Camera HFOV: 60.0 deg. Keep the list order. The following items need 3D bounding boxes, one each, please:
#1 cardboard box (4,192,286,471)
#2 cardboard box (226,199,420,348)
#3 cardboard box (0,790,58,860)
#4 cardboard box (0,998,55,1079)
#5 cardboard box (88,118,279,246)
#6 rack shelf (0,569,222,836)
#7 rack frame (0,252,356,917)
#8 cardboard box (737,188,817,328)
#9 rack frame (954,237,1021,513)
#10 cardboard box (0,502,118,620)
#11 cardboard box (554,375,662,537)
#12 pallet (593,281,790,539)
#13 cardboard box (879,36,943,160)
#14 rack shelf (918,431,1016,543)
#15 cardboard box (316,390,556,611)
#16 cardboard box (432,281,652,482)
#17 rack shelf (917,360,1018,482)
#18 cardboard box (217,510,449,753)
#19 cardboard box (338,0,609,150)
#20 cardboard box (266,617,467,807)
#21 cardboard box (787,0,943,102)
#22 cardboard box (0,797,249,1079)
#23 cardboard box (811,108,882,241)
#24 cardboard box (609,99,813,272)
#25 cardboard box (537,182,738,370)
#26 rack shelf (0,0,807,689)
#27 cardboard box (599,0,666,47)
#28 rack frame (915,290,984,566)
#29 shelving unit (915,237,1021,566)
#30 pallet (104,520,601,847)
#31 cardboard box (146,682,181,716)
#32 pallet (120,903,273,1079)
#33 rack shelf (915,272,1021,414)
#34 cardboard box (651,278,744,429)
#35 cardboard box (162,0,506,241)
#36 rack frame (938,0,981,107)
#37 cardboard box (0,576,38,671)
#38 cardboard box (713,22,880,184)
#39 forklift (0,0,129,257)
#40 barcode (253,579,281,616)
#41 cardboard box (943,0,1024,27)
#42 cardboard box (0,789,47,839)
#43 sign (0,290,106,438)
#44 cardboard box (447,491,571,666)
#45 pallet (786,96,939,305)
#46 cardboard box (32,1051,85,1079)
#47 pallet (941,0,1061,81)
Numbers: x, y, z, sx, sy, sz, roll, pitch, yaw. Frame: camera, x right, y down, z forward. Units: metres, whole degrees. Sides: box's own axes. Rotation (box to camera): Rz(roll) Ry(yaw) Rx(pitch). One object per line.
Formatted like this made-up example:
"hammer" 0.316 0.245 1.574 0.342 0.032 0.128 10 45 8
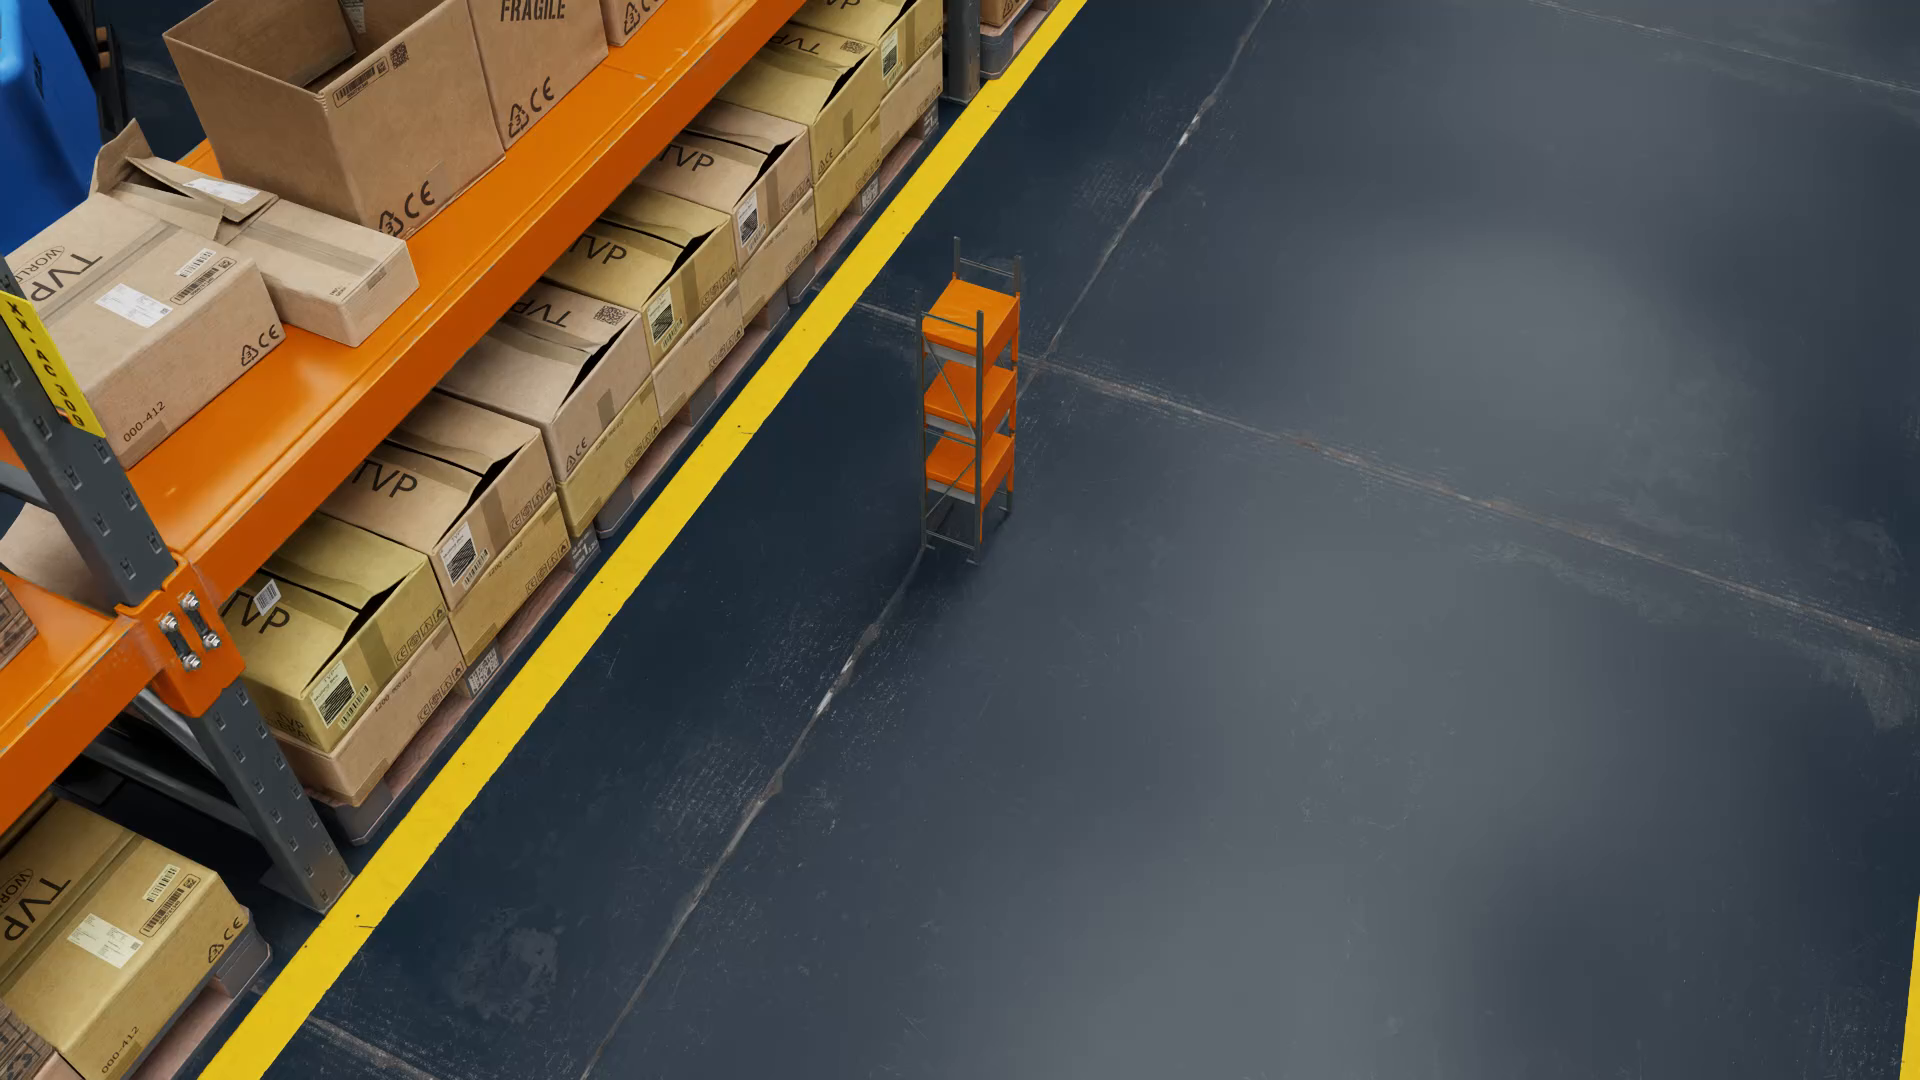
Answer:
"cardboard box" -1.934 -0.486 3.792 0.500 0.250 0.500 23 53 18
"cardboard box" -1.541 -0.644 3.993 0.380 0.149 0.250 20 52 16
"cardboard box" -2.577 0.794 4.134 0.500 0.250 0.500 20 52 16
"cardboard box" -2.330 1.062 3.414 0.500 0.500 0.500 20 52 16
"cardboard box" -1.895 -0.803 4.052 0.396 0.266 0.258 19 52 15
"rack shelf" -2.959 1.429 2.537 1.077 0.370 4.000 20 52 16
"rack frame" -2.105 -0.181 3.435 1.000 3.000 0.127 20 52 16
"cardboard box" -0.835 -1.038 5.693 0.500 0.250 0.500 21 53 17
"rack frame" 0.075 -0.461 4.953 0.200 1.050 0.008 20 52 16
"cardboard box" -2.191 0.020 4.425 0.500 0.311 0.500 20 52 16
"cardboard box" -1.270 -0.333 5.093 0.500 0.250 0.500 18 52 15
"pallet" -1.305 -0.641 5.657 1.003 0.211 1.213 20 52 16
"cardboard box" -0.400 -1.739 6.290 0.500 0.250 0.500 21 53 17
"rack shelf" 0.023 -0.190 5.101 0.215 0.259 0.240 20 52 16
"cardboard box" -1.484 -0.155 4.573 0.500 0.311 0.500 19 52 16
"cardboard box" -1.264 -0.511 4.877 0.500 0.311 0.500 18 52 15
"rack shelf" 0.023 -0.370 4.890 0.215 0.259 0.240 20 52 16
"cardboard box" -1.703 0.188 4.282 0.500 0.311 0.500 20 52 16
"cardboard box" -1.323 -1.445 4.444 0.500 0.500 0.500 20 52 16
"cardboard box" -1.709 0.377 4.490 0.500 0.250 0.500 19 52 15
"cardboard box" -0.397 -1.922 6.077 0.500 0.311 0.500 21 53 17
"cardboard box" -2.105 0.964 3.990 0.500 0.250 0.500 20 52 16
"cardboard box" -0.617 -1.383 5.987 0.500 0.250 0.500 19 52 16
"cardboard box" -0.831 -1.215 5.476 0.500 0.311 0.500 19 52 16
"cardboard box" -1.047 -0.871 5.183 0.500 0.311 0.500 21 53 17
"rack shelf" -1.250 -1.325 4.881 1.077 0.370 4.000 20 52 16
"cardboard box" -1.098 -1.807 4.753 0.500 0.500 0.500 17 52 14
"rack frame" -0.029 -0.293 4.810 0.200 1.050 0.008 20 52 16
"shelving unit" 0.023 -0.377 4.882 0.215 1.050 0.252 20 52 16
"pallet" -1.825 0.202 4.939 1.003 0.211 1.213 20 52 16
"cardboard box" -2.190 0.194 4.645 0.500 0.250 0.500 19 52 16
"pallet" -2.483 1.256 4.042 1.003 0.211 1.213 20 52 16
"rack shelf" 0.023 -0.554 4.673 0.215 0.259 0.240 20 52 16
"cardboard box" -1.052 -0.683 5.391 0.500 0.250 0.500 21 53 17
"cardboard box" -1.537 -1.100 4.151 0.500 0.500 0.500 23 53 19
"rack frame" -0.396 -2.936 5.778 1.000 3.000 0.127 20 52 16
"cardboard box" -2.289 0.094 3.135 0.700 0.500 0.500 19 52 15
"cardboard box" -0.613 -1.562 5.771 0.500 0.311 0.500 19 52 16
"forklift" -3.898 -2.597 5.535 1.130 2.935 3.031 -17 52 -14
"barcode" -1.619 0.135 3.888 0.001 0.075 0.075 20 52 16
"cardboard box" 0.057 -2.489 6.750 0.500 0.500 0.500 22 53 18
"cardboard box" -2.586 0.548 3.851 0.500 0.500 0.500 20 52 16
"sign" -1.602 -0.308 2.922 0.100 0.325 0.005 20 52 16
"cardboard box" -1.489 0.025 4.789 0.500 0.250 0.500 21 53 17
"pallet" -0.783 -1.478 6.369 1.003 0.211 1.213 20 52 16
"cardboard box" -2.328 1.305 3.700 0.500 0.250 0.500 20 52 16
"pallet" -0.043 -2.534 7.267 1.003 0.211 1.213 20 52 16
